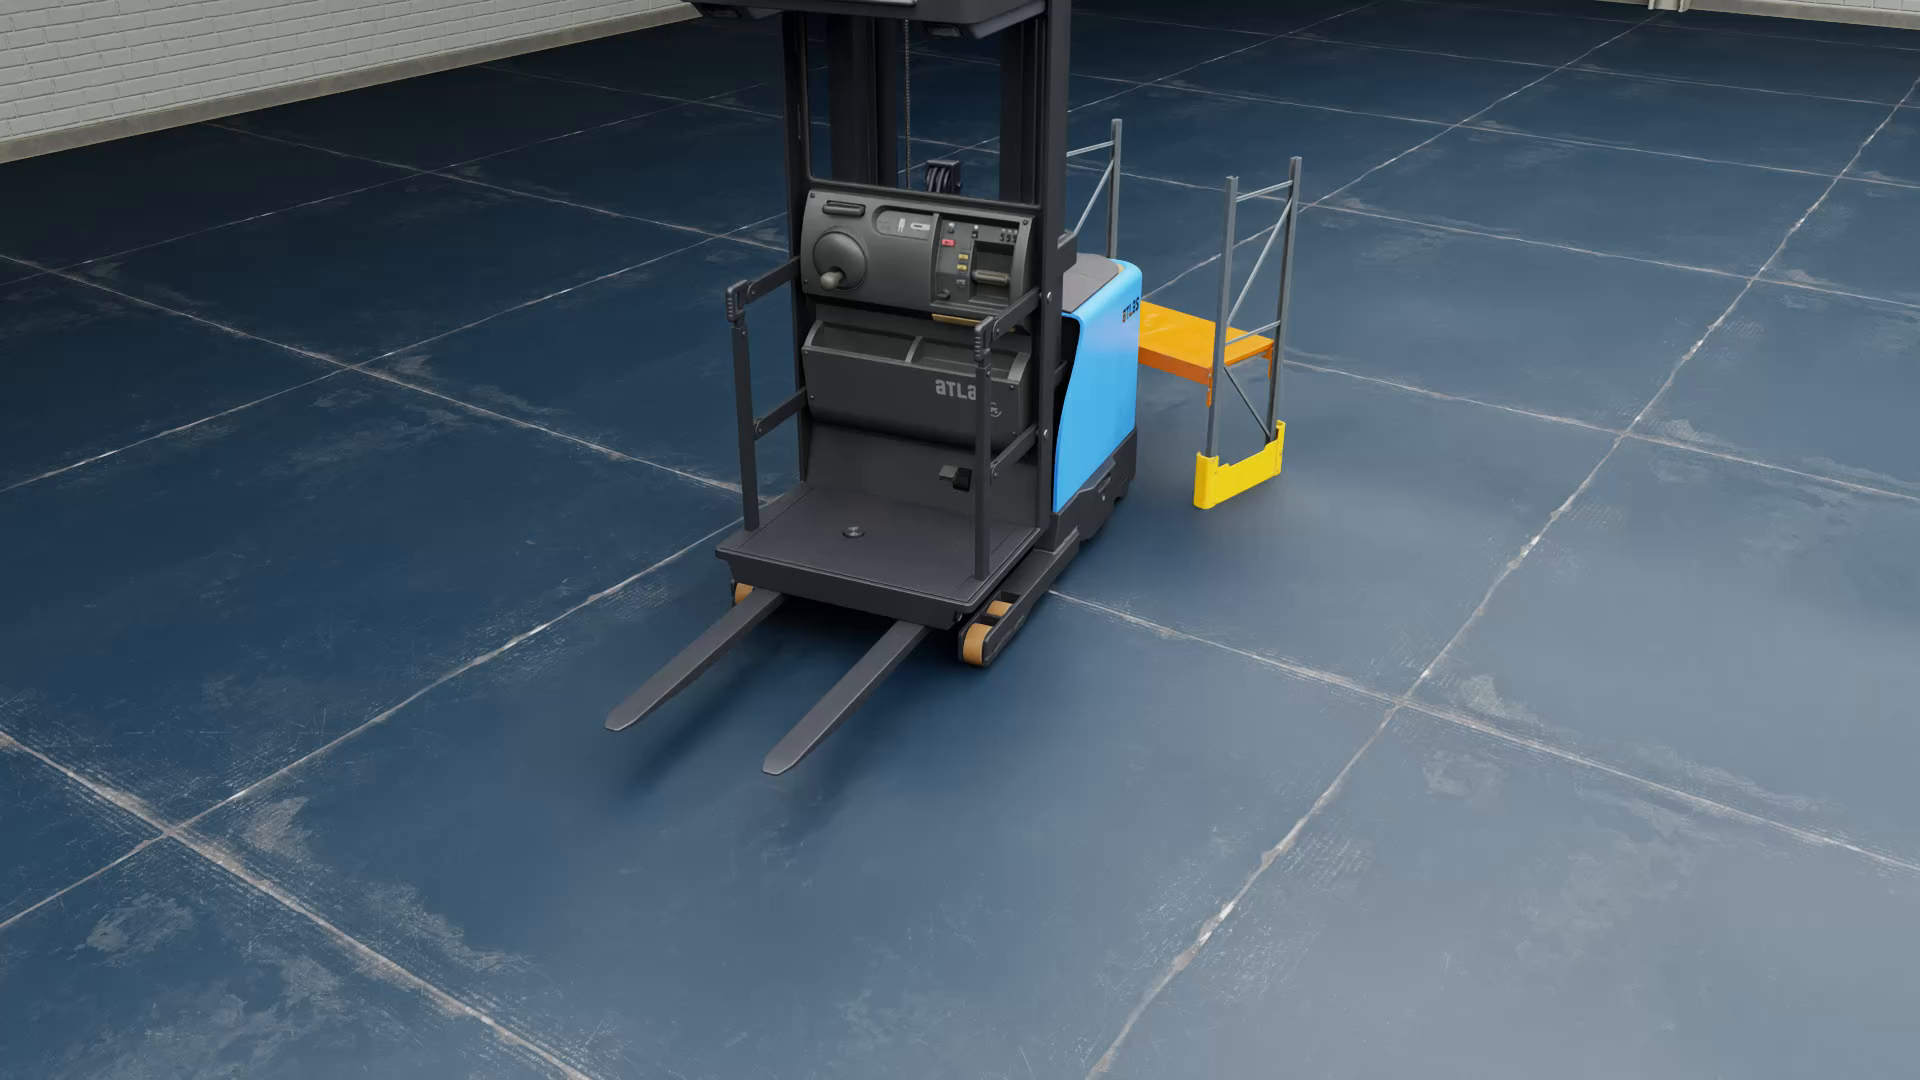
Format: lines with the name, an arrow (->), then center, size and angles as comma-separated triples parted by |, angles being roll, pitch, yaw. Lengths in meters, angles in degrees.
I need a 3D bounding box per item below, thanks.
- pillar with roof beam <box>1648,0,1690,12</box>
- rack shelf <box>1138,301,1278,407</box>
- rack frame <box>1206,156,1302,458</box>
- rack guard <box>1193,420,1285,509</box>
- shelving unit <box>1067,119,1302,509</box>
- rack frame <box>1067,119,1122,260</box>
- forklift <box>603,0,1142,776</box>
pillar with roof beam -> 5.863, -8.625, 14.277 | 0.400, 9.000, 9.100 | 17, 32, 30
rack shelf -> 0.934, -0.914, 7.789 | 0.538, 0.185, 1.000 | -24, 36, -39
rack frame -> 1.292, -0.911, 7.386 | 0.500, 1.500, 0.032 | -24, 36, -39
rack guard -> 1.291, -0.354, 7.670 | 0.587, 0.250, 0.087 | -24, 36, -39
shelving unit -> 0.940, -1.071, 7.702 | 0.587, 1.500, 1.083 | -24, 36, -39
rack frame -> 0.576, -1.238, 8.029 | 0.500, 1.500, 0.032 | -24, 36, -39
forklift -> -0.259, -1.048, 6.077 | 1.130, 2.935, 3.031 | 12, 29, 22
